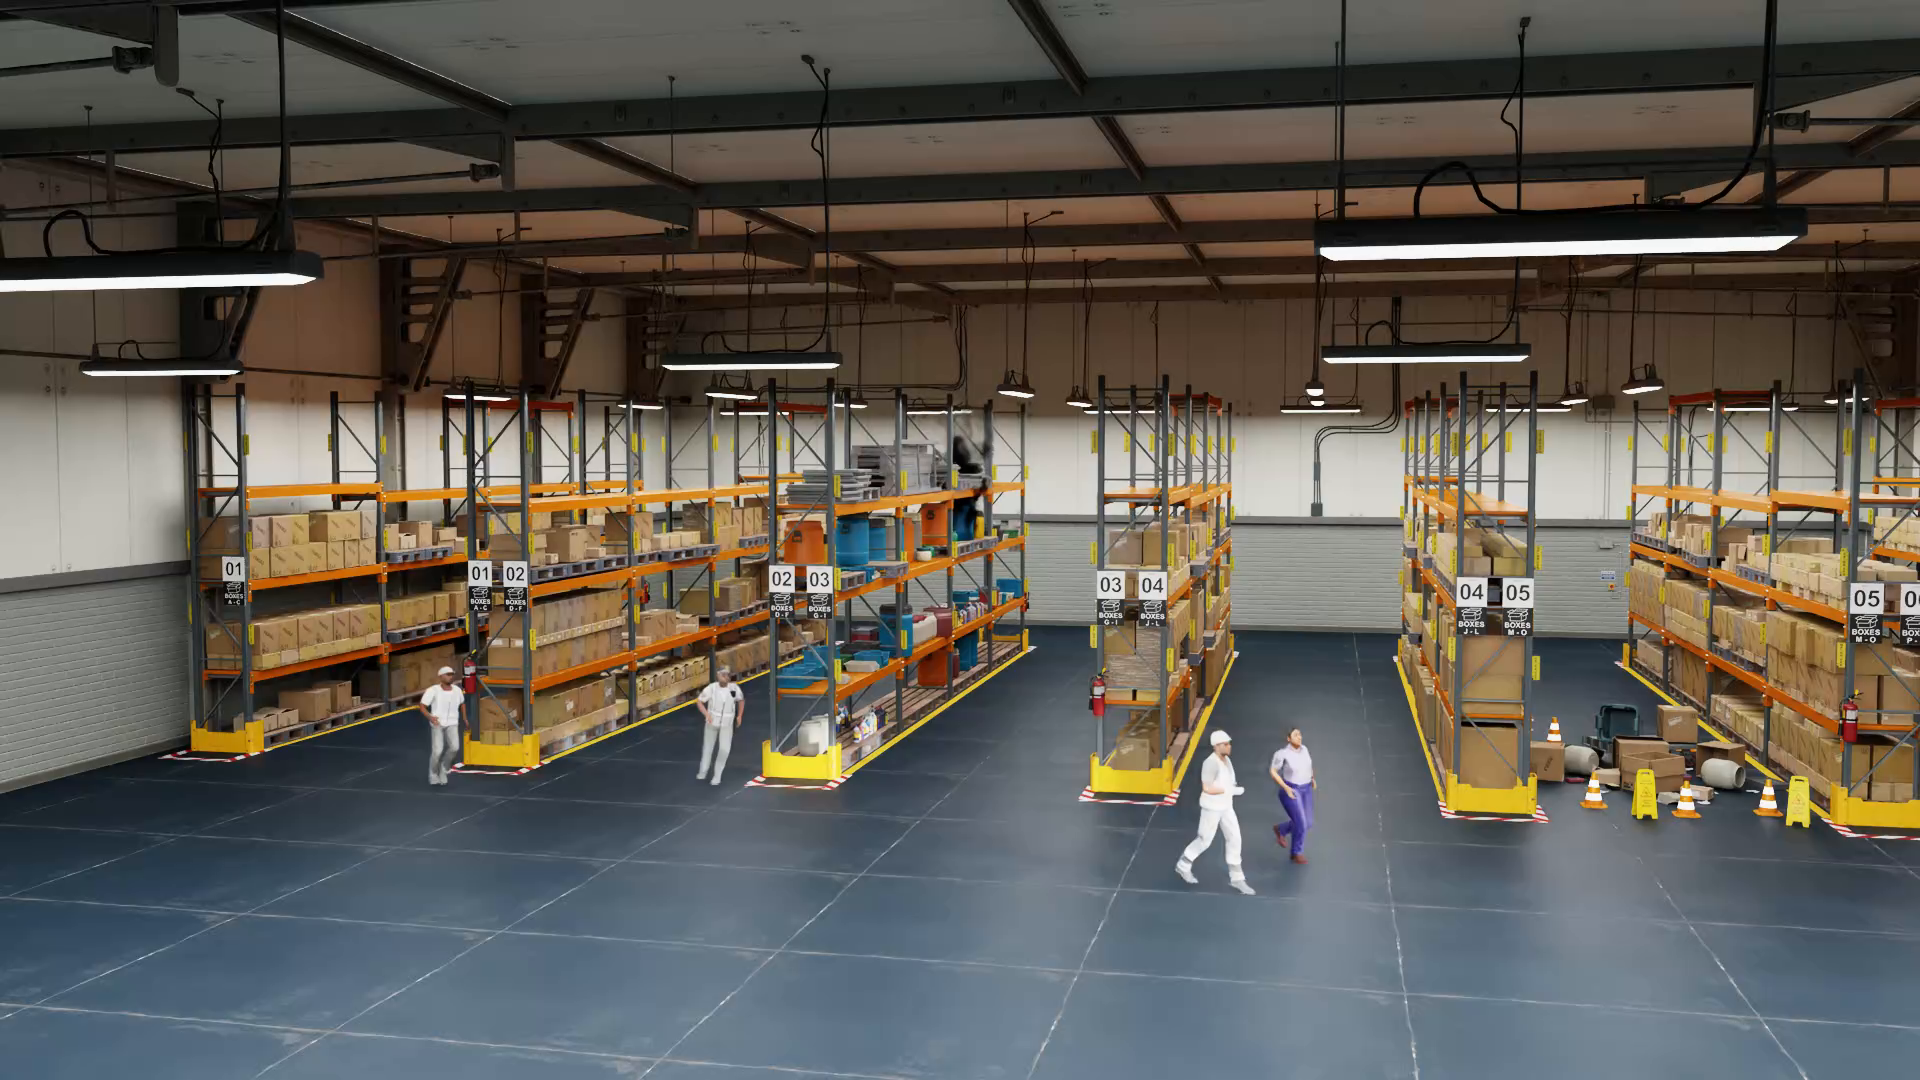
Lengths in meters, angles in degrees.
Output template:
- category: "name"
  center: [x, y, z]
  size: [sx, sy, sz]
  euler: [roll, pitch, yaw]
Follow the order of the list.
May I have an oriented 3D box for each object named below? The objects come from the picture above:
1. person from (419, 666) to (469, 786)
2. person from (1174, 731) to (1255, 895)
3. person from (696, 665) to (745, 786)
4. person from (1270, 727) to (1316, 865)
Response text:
- category: "person"
  center: [-7.590, 2.741, 24.536]
  size: [0.744, 1.729, 0.603]
  euler: [-2, 4, -35]
- category: "person"
  center: [2.849, 3.025, 18.629]
  size: [0.935, 1.806, 0.607]
  euler: [3, 4, 40]
- category: "person"
  center: [-3.541, 2.741, 24.631]
  size: [0.727, 1.791, 0.677]
  euler: [-1, 3, -11]
- category: "person"
  center: [4.010, 3.059, 20.086]
  size: [0.603, 1.629, 0.624]
  euler: [-2, 4, -34]
